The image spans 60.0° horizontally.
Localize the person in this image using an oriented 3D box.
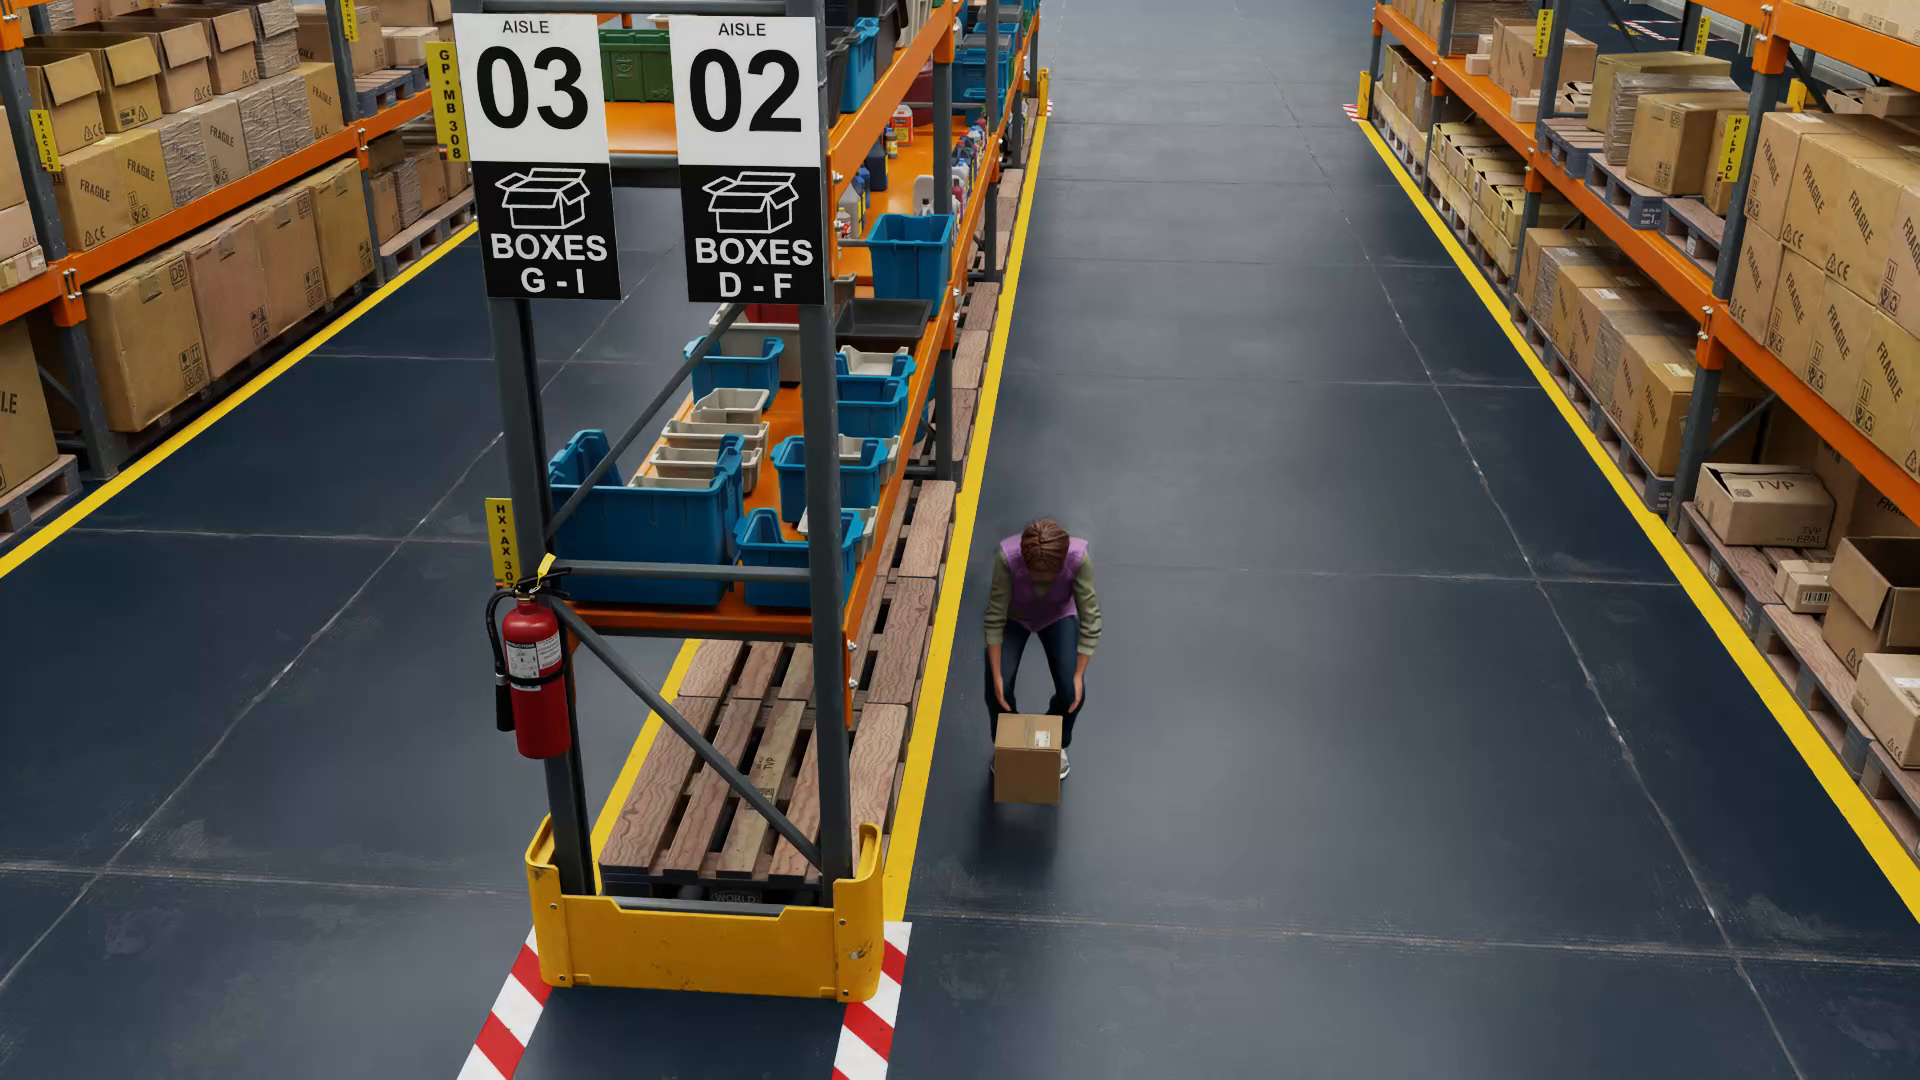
[{"bbox_3d":[0.330,0.406,6.686,0.463,1.230,0.685,2,25,4],"label":"person"}]
